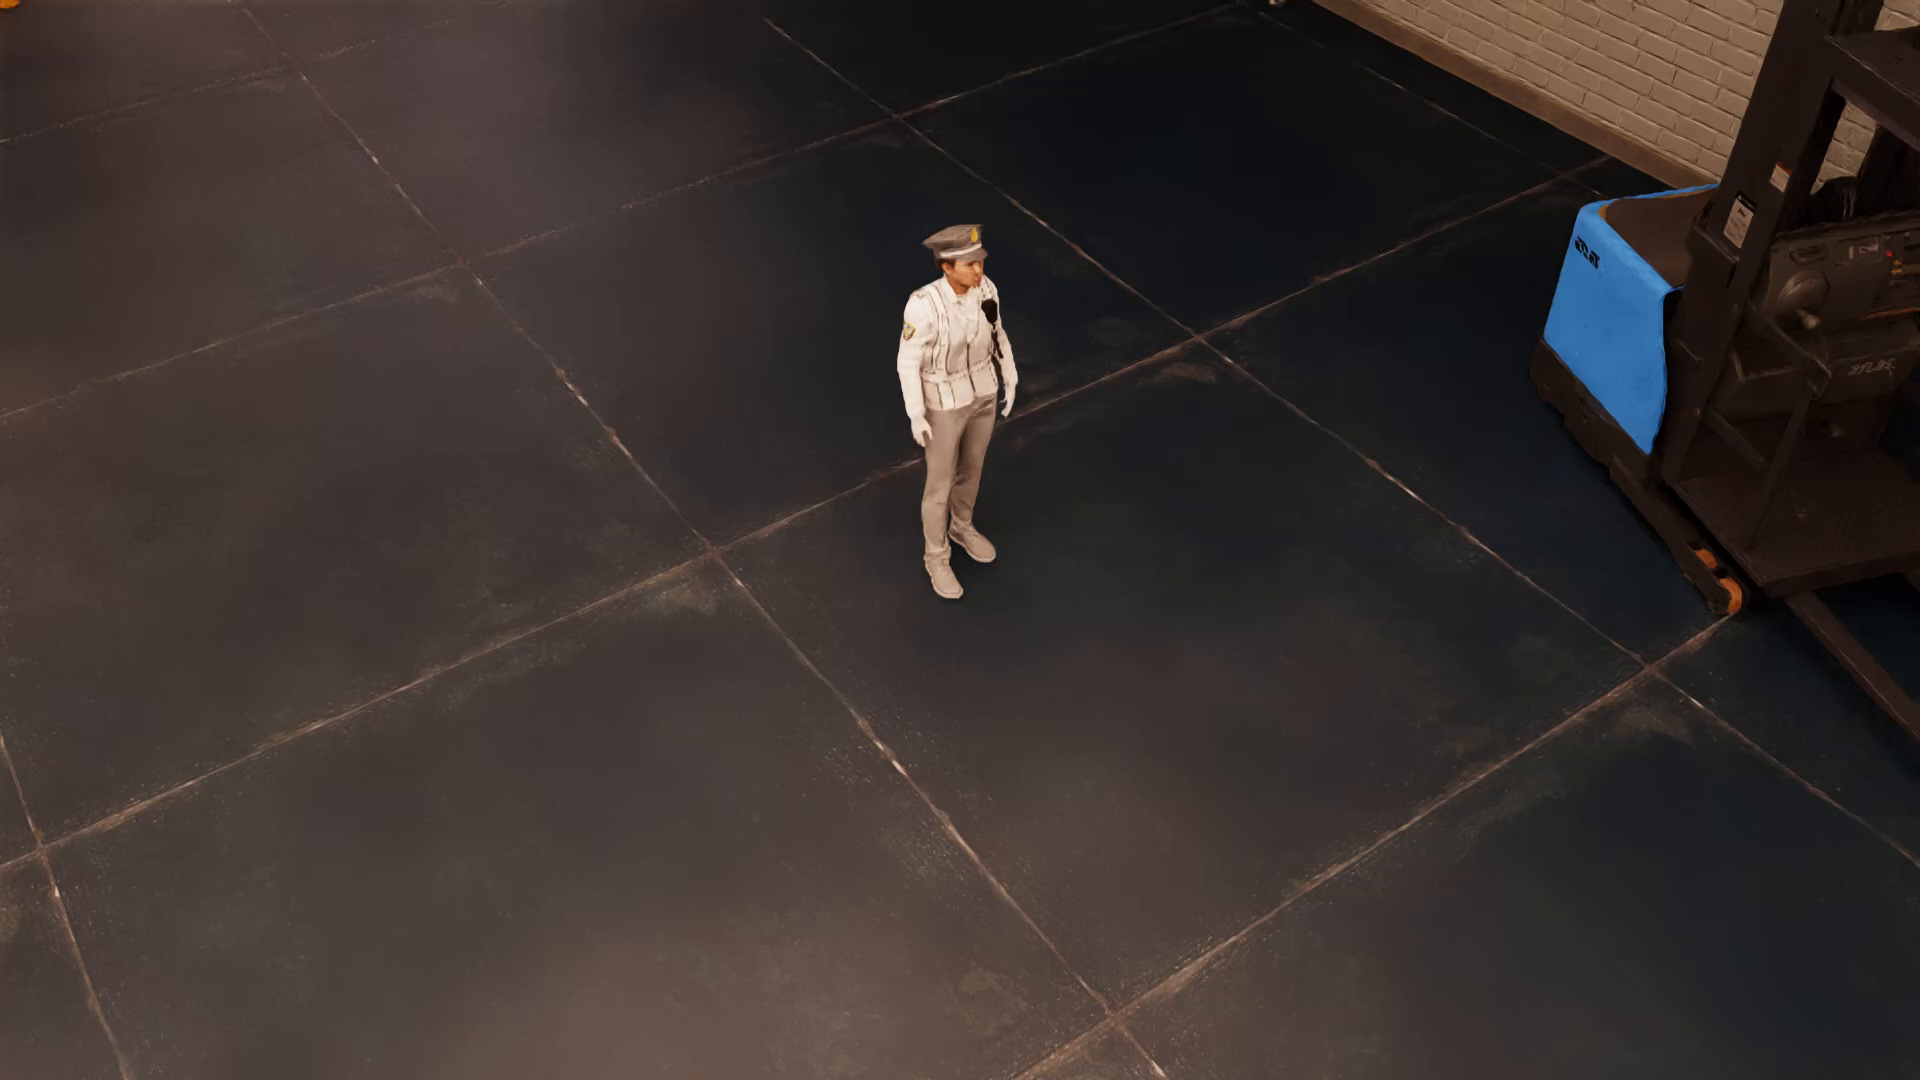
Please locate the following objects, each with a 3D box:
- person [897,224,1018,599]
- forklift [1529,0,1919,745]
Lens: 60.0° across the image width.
[{"bbox_3d":[0.033,-0.588,7.255,0.586,1.695,0.532,-25,48,-25],"label":"person"},{"bbox_3d":[3.855,-1.040,6.844,1.130,2.935,3.031,-10,44,-11],"label":"forklift"}]
